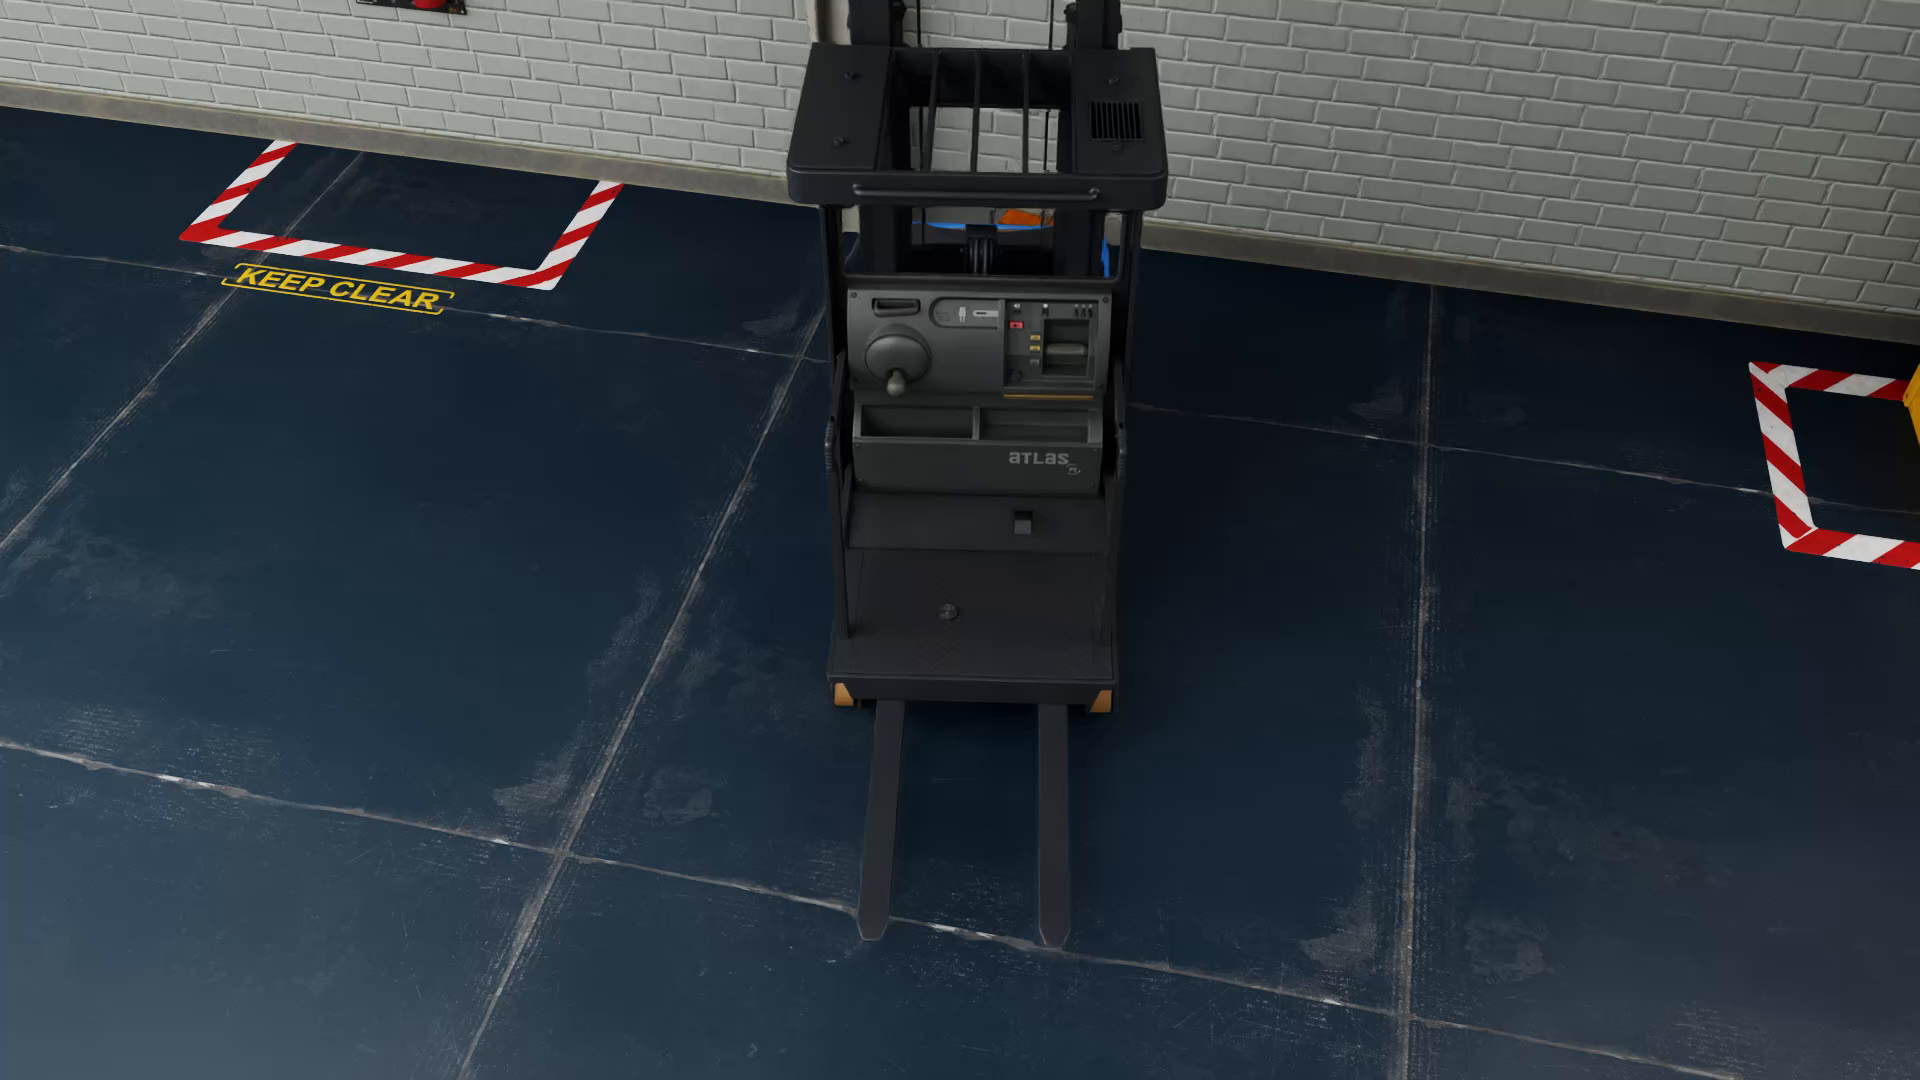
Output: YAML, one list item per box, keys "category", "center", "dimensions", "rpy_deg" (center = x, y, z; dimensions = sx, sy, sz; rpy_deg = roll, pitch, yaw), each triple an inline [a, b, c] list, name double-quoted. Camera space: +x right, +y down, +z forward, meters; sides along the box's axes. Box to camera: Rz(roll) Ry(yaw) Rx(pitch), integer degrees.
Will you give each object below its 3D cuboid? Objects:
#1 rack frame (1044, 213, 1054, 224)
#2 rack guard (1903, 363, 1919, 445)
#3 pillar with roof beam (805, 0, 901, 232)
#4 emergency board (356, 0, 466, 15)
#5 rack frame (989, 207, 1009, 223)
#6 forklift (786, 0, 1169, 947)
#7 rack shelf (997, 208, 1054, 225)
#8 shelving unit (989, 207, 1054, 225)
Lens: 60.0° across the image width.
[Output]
- category: "rack frame"
  center: [0.386, -1.069, 7.558]
  dimensions: [0.008, 1.050, 0.200]
  rpy_deg: [19, 45, 18]
- category: "rack guard"
  center: [4.539, -0.475, 7.343]
  dimensions: [0.348, 0.500, 1.175]
  rpy_deg: [9, 45, 9]
- category: "pillar with roof beam"
  center: [-1.458, -2.023, 2.823]
  dimensions: [0.400, 9.000, 9.100]
  rpy_deg: [9, 45, 9]
- category: "emergency board"
  center: [-2.922, -3.175, 8.345]
  dimensions: [0.643, 1.169, 0.194]
  rpy_deg: [9, 45, 9]
- category: "rack frame"
  center: [0.167, -1.143, 7.635]
  dimensions: [0.008, 1.050, 0.200]
  rpy_deg: [19, 45, 18]
- category: "forklift"
  center: [0.062, -0.610, 5.730]
  dimensions: [1.130, 2.935, 3.031]
  rpy_deg: [1, 44, 1]
- category: "rack shelf"
  center: [0.281, -1.309, 7.414]
  dimensions: [0.240, 0.259, 0.215]
  rpy_deg: [19, 45, 18]
- category: "shelving unit"
  center: [0.276, -1.106, 7.596]
  dimensions: [0.252, 1.050, 0.215]
  rpy_deg: [19, 45, 18]
